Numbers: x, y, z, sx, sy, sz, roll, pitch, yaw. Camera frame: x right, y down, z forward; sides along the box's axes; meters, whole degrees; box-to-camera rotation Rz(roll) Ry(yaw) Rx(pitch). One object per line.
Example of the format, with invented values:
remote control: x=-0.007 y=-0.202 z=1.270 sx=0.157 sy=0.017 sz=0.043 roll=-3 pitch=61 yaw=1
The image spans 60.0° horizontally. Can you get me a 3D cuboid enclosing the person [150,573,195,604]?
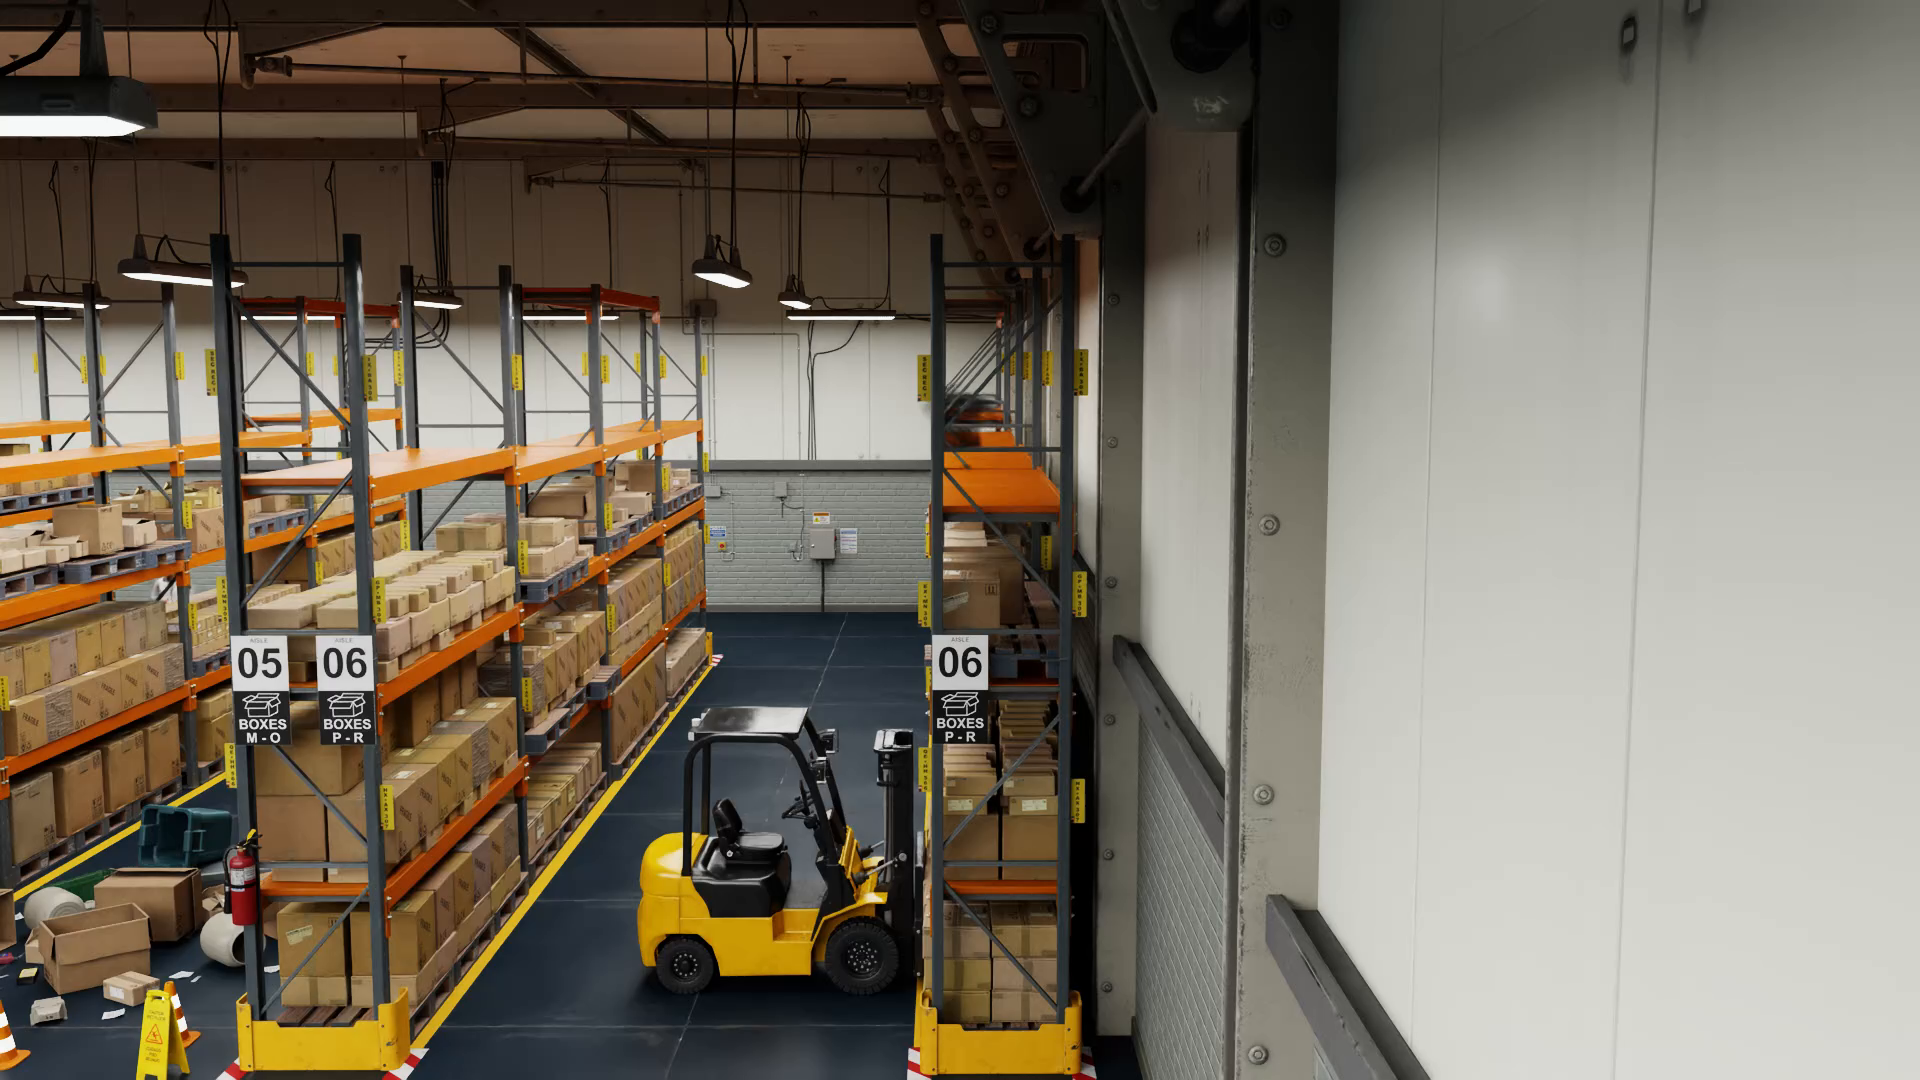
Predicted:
person: x=-13.137 y=1.229 z=27.741 sx=0.644 sy=1.803 sz=0.873 roll=-2 pitch=7 yaw=-15
